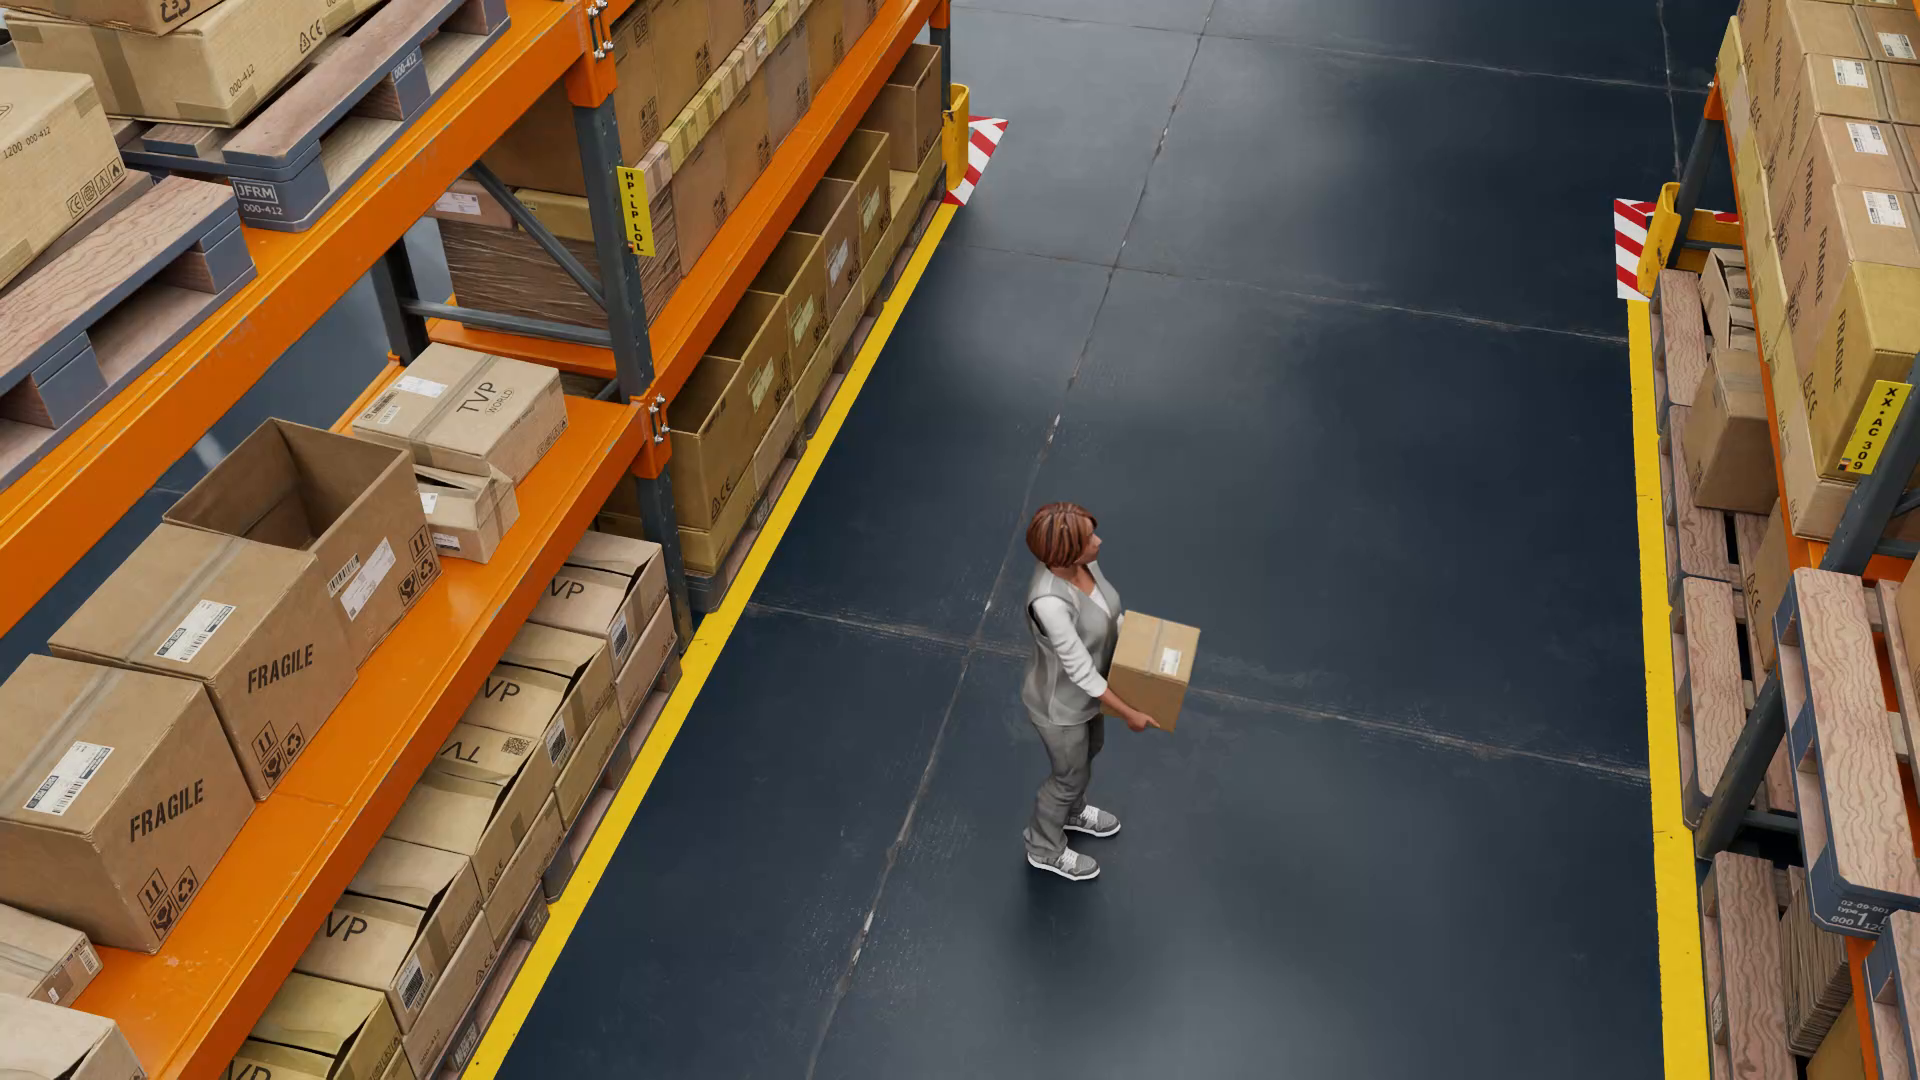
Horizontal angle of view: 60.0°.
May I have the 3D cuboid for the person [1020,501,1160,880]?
[{"bbox_3d":[0.445,0.523,5.581,0.494,1.588,0.408,10,43,11],"label":"person"}]
